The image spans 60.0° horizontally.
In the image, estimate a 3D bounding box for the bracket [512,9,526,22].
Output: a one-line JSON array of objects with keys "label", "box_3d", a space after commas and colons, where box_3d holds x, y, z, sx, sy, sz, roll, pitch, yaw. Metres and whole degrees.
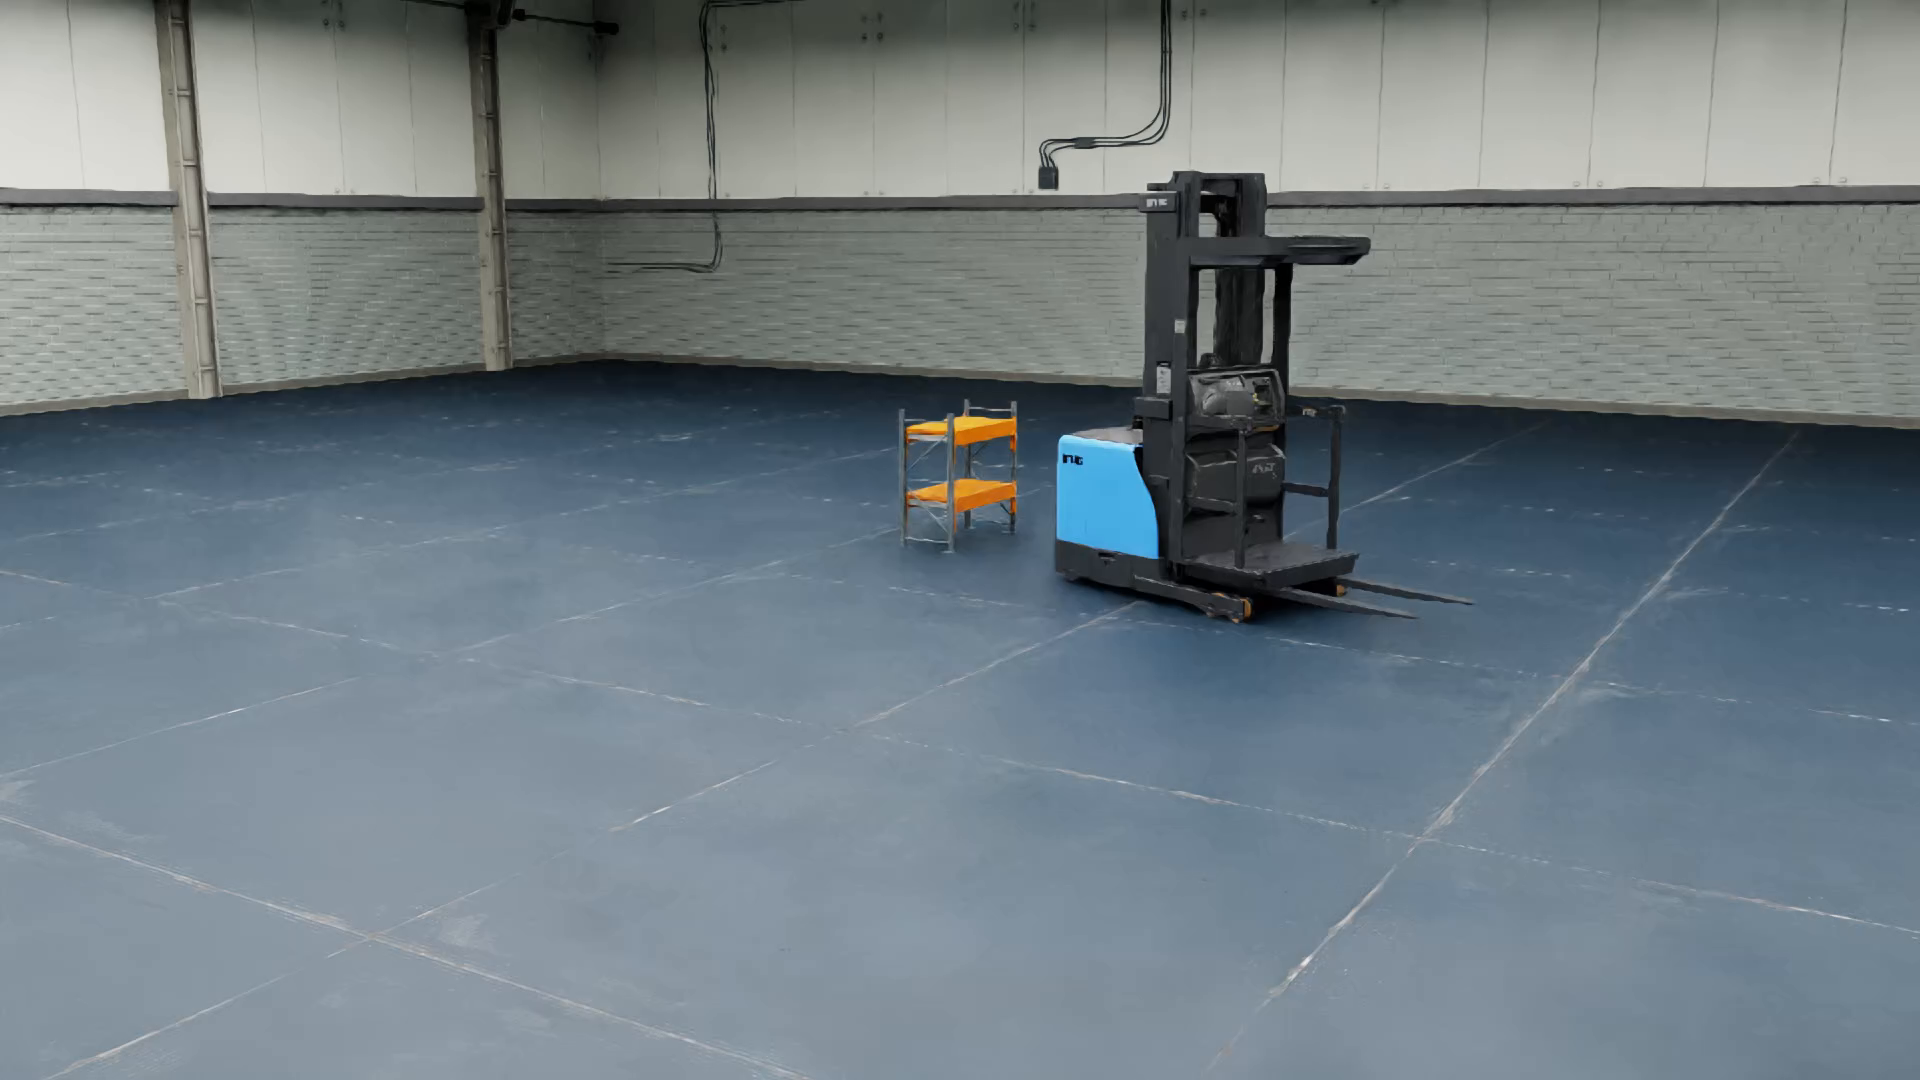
[{"label": "bracket", "box_3d": [-7.947, -9.348, 29.566, 0.235, 0.232, 0.430, 6, 12, 31]}]

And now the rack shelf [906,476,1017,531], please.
[{"label": "rack shelf", "box_3d": [-0.004, -0.311, 13.804, 0.538, 0.278, 1.000, 6, 12, 31]}]

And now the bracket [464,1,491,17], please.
[{"label": "bracket", "box_3d": [-8.378, -9.218, 28.868, 0.235, 0.232, 0.430, 6, 12, 31]}]

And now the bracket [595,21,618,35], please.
[{"label": "bracket", "box_3d": [-6.717, -9.721, 31.557, 0.235, 0.232, 0.430, 6, 12, 31]}]

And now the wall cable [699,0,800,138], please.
[{"label": "wall cable", "box_3d": [-3.494, -8.582, 29.970, 3.097, 2.526, 0.112, 6, 12, 31]}]

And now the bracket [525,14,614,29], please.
[{"label": "bracket", "box_3d": [-7.024, -9.628, 31.061, 0.076, 0.066, 3.189, 6, 12, 31]}]

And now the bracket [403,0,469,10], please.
[{"label": "bracket", "box_3d": [-9.716, -8.812, 26.704, 0.076, 0.066, 4.783, 6, 12, 31]}]

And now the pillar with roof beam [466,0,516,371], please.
[{"label": "pillar with roof beam", "box_3d": [-4.787, -7.136, 27.533, 9.100, 9.000, 0.548, 6, 12, 31]}]

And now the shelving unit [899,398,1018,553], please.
[{"label": "shelving unit", "box_3d": [-0.004, -0.552, 13.759, 0.538, 1.125, 1.048, 6, 12, 31]}]

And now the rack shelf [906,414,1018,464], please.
[{"label": "rack shelf", "box_3d": [-0.004, -0.840, 13.706, 0.538, 0.278, 1.000, 6, 12, 31]}]

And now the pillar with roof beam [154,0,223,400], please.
[{"label": "pillar with roof beam", "box_3d": [-7.902, -6.193, 22.492, 9.100, 9.000, 0.400, 6, 12, 31]}]

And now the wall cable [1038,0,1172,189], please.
[{"label": "wall cable", "box_3d": [2.299, -8.647, 26.359, 2.305, 6.003, 0.169, 6, 12, 31]}]

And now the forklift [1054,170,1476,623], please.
[{"label": "forklift", "box_3d": [2.037, -0.999, 11.241, 1.130, 2.935, 3.031, -9, 14, -40]}]

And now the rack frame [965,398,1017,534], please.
[{"label": "rack frame", "box_3d": [0.260, -0.632, 14.187, 0.500, 1.125, 0.032, 6, 12, 31]}]

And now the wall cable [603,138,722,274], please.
[{"label": "wall cable", "box_3d": [-5.807, -6.358, 31.815, 3.097, 2.526, 0.112, 6, 12, 31]}]

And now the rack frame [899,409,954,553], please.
[{"label": "rack frame", "box_3d": [-0.267, -0.472, 13.332, 0.500, 1.125, 0.032, 6, 12, 31]}]
